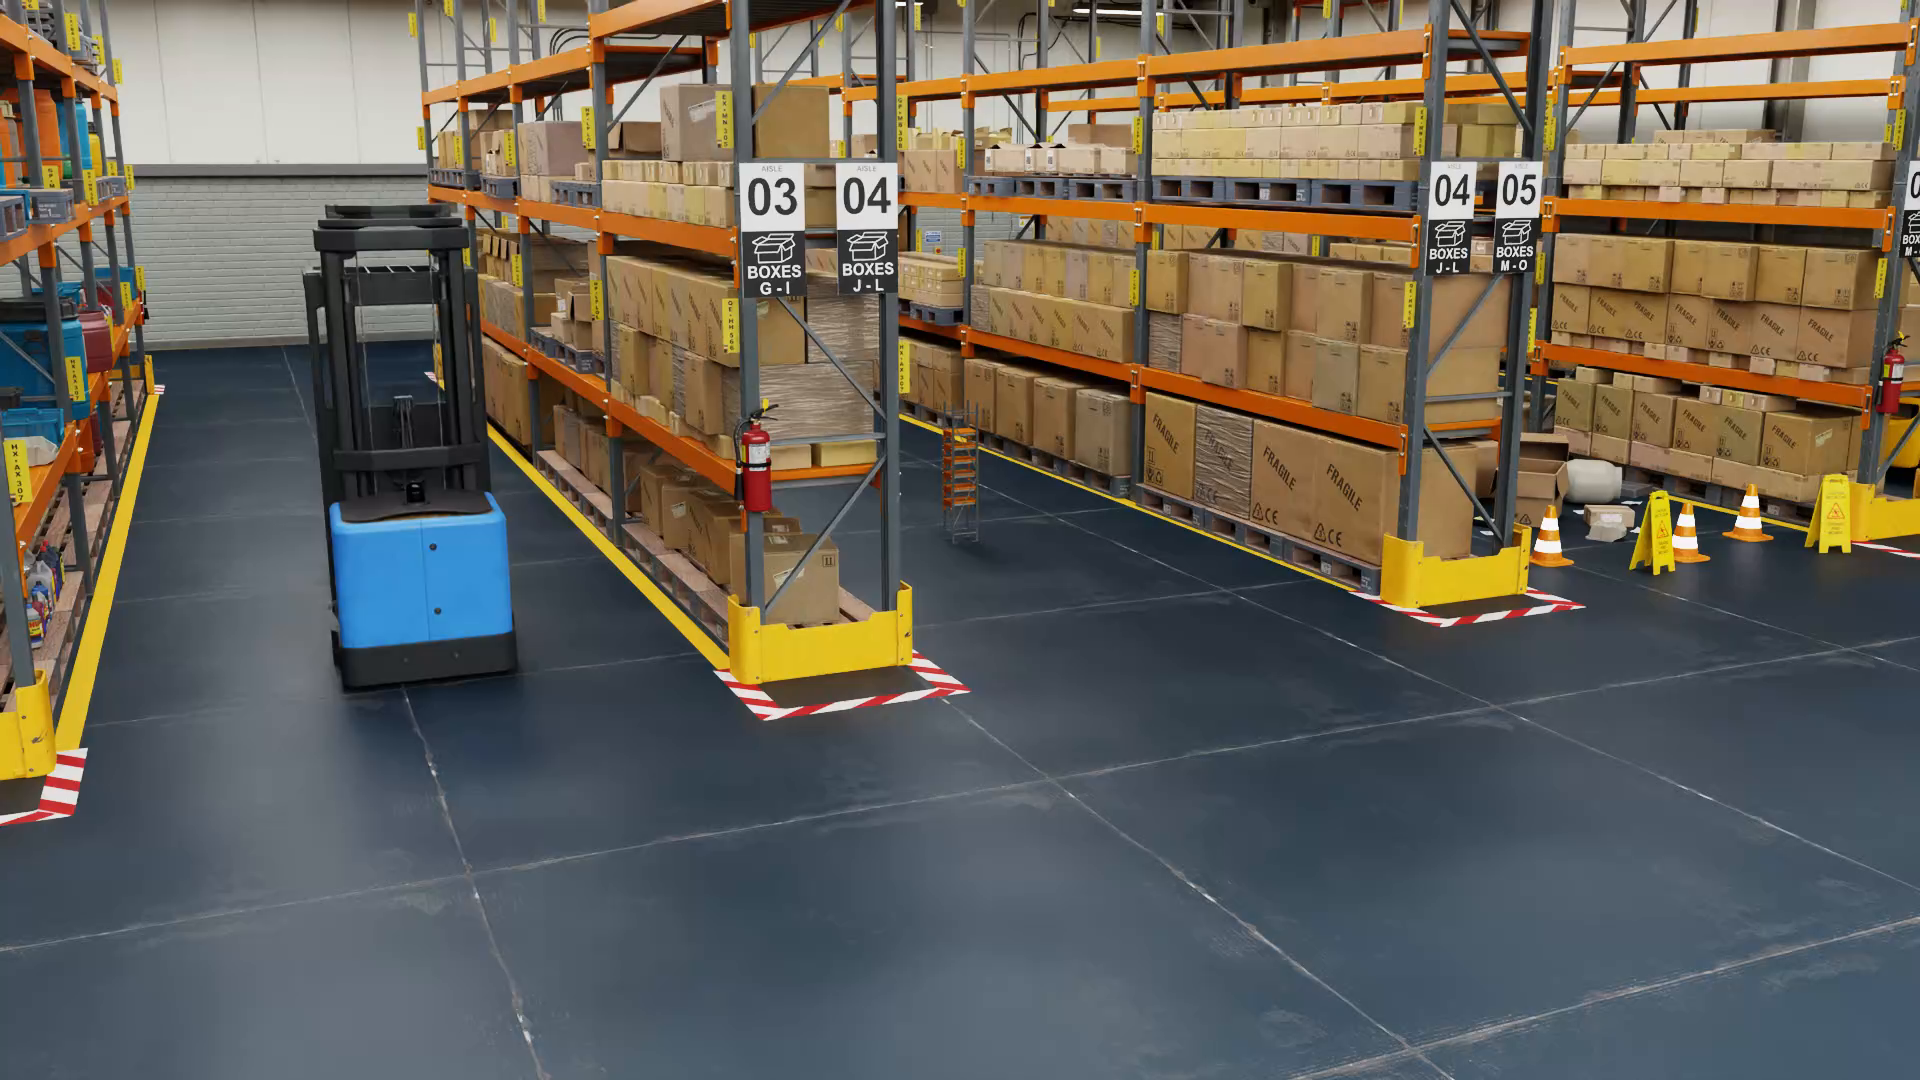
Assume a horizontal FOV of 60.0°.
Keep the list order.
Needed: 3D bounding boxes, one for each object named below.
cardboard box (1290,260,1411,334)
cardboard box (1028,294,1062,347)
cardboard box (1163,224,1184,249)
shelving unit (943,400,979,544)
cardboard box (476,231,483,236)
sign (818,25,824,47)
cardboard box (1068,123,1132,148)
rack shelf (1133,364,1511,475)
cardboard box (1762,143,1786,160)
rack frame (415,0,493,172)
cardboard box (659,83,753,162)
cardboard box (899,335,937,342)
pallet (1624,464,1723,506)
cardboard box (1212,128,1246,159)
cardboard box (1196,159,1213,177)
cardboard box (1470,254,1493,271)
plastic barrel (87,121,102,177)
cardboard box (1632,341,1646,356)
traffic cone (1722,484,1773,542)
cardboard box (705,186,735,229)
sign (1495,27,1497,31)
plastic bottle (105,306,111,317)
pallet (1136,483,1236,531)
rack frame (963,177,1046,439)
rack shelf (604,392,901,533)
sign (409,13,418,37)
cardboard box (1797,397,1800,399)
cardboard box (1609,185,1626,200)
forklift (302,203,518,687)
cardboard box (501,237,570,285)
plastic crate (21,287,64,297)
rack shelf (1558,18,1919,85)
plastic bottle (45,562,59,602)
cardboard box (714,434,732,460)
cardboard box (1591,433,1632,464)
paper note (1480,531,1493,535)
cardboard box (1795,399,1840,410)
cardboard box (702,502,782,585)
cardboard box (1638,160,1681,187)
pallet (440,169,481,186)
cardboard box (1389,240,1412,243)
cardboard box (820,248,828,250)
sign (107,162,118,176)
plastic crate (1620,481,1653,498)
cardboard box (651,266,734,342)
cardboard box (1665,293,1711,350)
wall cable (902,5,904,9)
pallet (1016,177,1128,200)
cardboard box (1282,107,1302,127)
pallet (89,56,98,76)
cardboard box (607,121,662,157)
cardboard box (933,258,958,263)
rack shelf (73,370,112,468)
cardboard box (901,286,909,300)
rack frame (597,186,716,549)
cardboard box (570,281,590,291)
[{"bbox_3d":[3.202,-1.960,13.460,0.875,0.550,0.550,-6,14,-23],"label":"cardboard box"},{"bbox_3d":[1.054,-2.320,17.520,0.500,0.500,0.500,-6,14,-24],"label":"cardboard box"},{"bbox_3d":[3.321,-4.414,24.350,0.500,0.500,0.500,-5,14,-22],"label":"cardboard box"},{"bbox_3d":[0.006,-0.582,14.222,0.258,1.200,0.189,-6,14,-23],"label":"shelving unit"},{"bbox_3d":[-6.916,-4.030,23.140,0.500,0.500,0.500,-6,14,-24],"label":"cardboard box"},{"bbox_3d":[-2.172,-7.854,25.926,0.100,0.325,0.005,-6,14,-23],"label":"sign"},{"bbox_3d":[1.469,-4.130,17.535,0.500,0.500,0.500,-6,14,-23],"label":"cardboard box"},{"bbox_3d":[2.919,-1.111,14.111,1.077,0.370,4.000,-6,14,-23],"label":"rack shelf"},{"bbox_3d":[7.476,-3.503,14.987,0.380,0.149,0.250,-6,14,-23],"label":"cardboard box"},{"bbox_3d":[-7.274,-6.849,24.005,1.000,3.000,0.127,-6,14,-23],"label":"rack frame"},{"bbox_3d":[-1.718,-2.817,11.245,0.500,0.500,0.500,-6,14,-23],"label":"cardboard box"},{"bbox_3d":[-0.617,-2.487,21.412,0.500,0.250,0.500,-5,14,-21],"label":"cardboard box"},{"bbox_3d":[7.407,-0.596,16.475,1.003,0.211,1.213,-6,14,-23],"label":"pallet"},{"bbox_3d":[2.463,-3.326,13.956,0.500,0.250,0.500,-6,14,-24],"label":"cardboard box"},{"bbox_3d":[2.257,-3.204,14.312,0.380,0.149,0.250,-6,14,-24],"label":"cardboard box"},{"bbox_3d":[6.018,-2.917,18.510,0.500,0.500,0.500,-6,14,-23],"label":"cardboard box"},{"bbox_3d":[-9.658,-4.240,18.036,0.600,0.588,0.600,0,13,0],"label":"plastic barrel"},{"bbox_3d":[6.931,-1.920,16.569,0.380,0.149,0.250,-6,14,-23],"label":"cardboard box"},{"bbox_3d":[6.861,-0.252,14.433,0.336,0.463,0.334,-6,14,-23],"label":"traffic cone"},{"bbox_3d":[-1.291,-2.086,10.409,0.500,0.250,0.500,-5,14,-22],"label":"cardboard box"},{"bbox_3d":[8.461,-7.950,26.341,0.100,0.325,0.005,-6,14,-23],"label":"sign"},{"bbox_3d":[-9.621,-2.500,18.777,0.061,0.283,0.133,-6,14,-23],"label":"plastic bottle"},{"bbox_3d":[2.351,-0.351,15.420,1.003,0.211,1.213,-6,14,-23],"label":"pallet"},{"bbox_3d":[0.516,-2.701,19.386,1.000,3.000,0.127,-6,14,-23],"label":"rack frame"},{"bbox_3d":[-1.666,-0.683,12.266,1.077,0.370,4.000,-6,14,-23],"label":"rack shelf"},{"bbox_3d":[-7.785,-7.332,23.671,0.100,0.325,0.005,-6,14,-23],"label":"sign"},{"bbox_3d":[10.636,-2.107,21.155,0.875,0.625,0.625,-6,14,-24],"label":"cardboard box"},{"bbox_3d":[6.767,-3.494,16.720,0.380,0.149,0.250,-6,14,-23],"label":"cardboard box"},{"bbox_3d":[-3.830,-0.814,11.386,1.130,2.935,3.031,-5,14,-21],"label":"forklift"},{"bbox_3d":[-4.881,-3.236,19.254,0.797,0.503,0.637,-5,14,-21],"label":"cardboard box"},{"bbox_3d":[-10.710,-2.740,19.457,0.392,0.384,0.575,-6,14,-23],"label":"plastic crate"},{"bbox_3d":[7.414,-4.500,15.457,1.077,0.370,4.000,-6,14,-23],"label":"rack shelf"},{"bbox_3d":[-6.303,0.286,11.531,0.061,0.283,0.133,-5,14,-19],"label":"plastic bottle"},{"bbox_3d":[-1.415,-0.637,11.028,0.380,0.149,0.250,-6,14,-23],"label":"cardboard box"},{"bbox_3d":[6.826,-0.952,16.996,0.500,0.250,0.500,-5,14,-20],"label":"cardboard box"},{"bbox_3d":[4.664,-0.069,14.605,0.144,0.017,0.142,-1,13,-4],"label":"paper note"},{"bbox_3d":[7.922,-1.050,15.759,0.500,0.500,0.500,-6,14,-25],"label":"cardboard box"},{"bbox_3d":[-1.604,0.011,12.284,0.500,0.500,0.500,-4,14,-18],"label":"cardboard box"},{"bbox_3d":[6.942,-3.549,16.074,0.500,0.250,0.500,-5,14,-22],"label":"cardboard box"},{"bbox_3d":[-6.475,-4.940,22.605,1.003,0.211,1.213,-6,14,-23],"label":"pallet"},{"bbox_3d":[7.602,-5.213,28.251,0.500,0.500,0.500,-6,14,-25],"label":"cardboard box"},{"bbox_3d":[-1.735,-4.387,23.573,0.500,0.500,0.500,-6,14,-25],"label":"cardboard box"},{"bbox_3d":[-9.705,-4.168,19.052,0.100,0.325,0.005,-6,14,-23],"label":"sign"},{"bbox_3d":[6.491,-0.521,16.445,0.402,0.080,0.583,-12,18,-42],"label":"plastic crate"},{"bbox_3d":[-1.908,-1.703,11.977,0.500,0.500,0.500,-6,14,-23],"label":"cardboard box"},{"bbox_3d":[7.166,-2.111,15.955,0.500,0.500,0.500,-5,14,-22],"label":"cardboard box"},{"bbox_3d":[-2.148,-11.676,31.558,2.355,3.000,0.029,-6,14,-23],"label":"wall cable"},{"bbox_3d":[1.273,-3.711,17.518,1.003,0.211,1.213,-5,14,-20],"label":"pallet"},{"bbox_3d":[2.765,-3.330,13.090,0.380,0.149,0.250,-6,14,-24],"label":"cardboard box"},{"bbox_3d":[-9.850,-5.120,17.842,1.003,0.211,1.213,-6,14,-23],"label":"pallet"},{"bbox_3d":[-2.565,-3.269,14.031,0.797,0.503,0.637,-6,14,-26],"label":"cardboard box"},{"bbox_3d":[-0.116,-3.509,21.185,0.380,0.149,0.250,-6,14,-24],"label":"cardboard box"},{"bbox_3d":[-7.807,-1.062,13.903,1.077,0.370,4.000,-6,14,-23],"label":"rack shelf"},{"bbox_3d":[-0.510,-3.055,20.543,0.380,0.149,0.250,-6,14,-25],"label":"cardboard box"},{"bbox_3d":[-2.467,-1.447,13.970,1.000,3.000,0.127,-6,14,-23],"label":"rack frame"},{"bbox_3d":[-3.501,-2.313,16.556,0.700,0.500,0.500,-3,13,-15],"label":"cardboard box"}]
